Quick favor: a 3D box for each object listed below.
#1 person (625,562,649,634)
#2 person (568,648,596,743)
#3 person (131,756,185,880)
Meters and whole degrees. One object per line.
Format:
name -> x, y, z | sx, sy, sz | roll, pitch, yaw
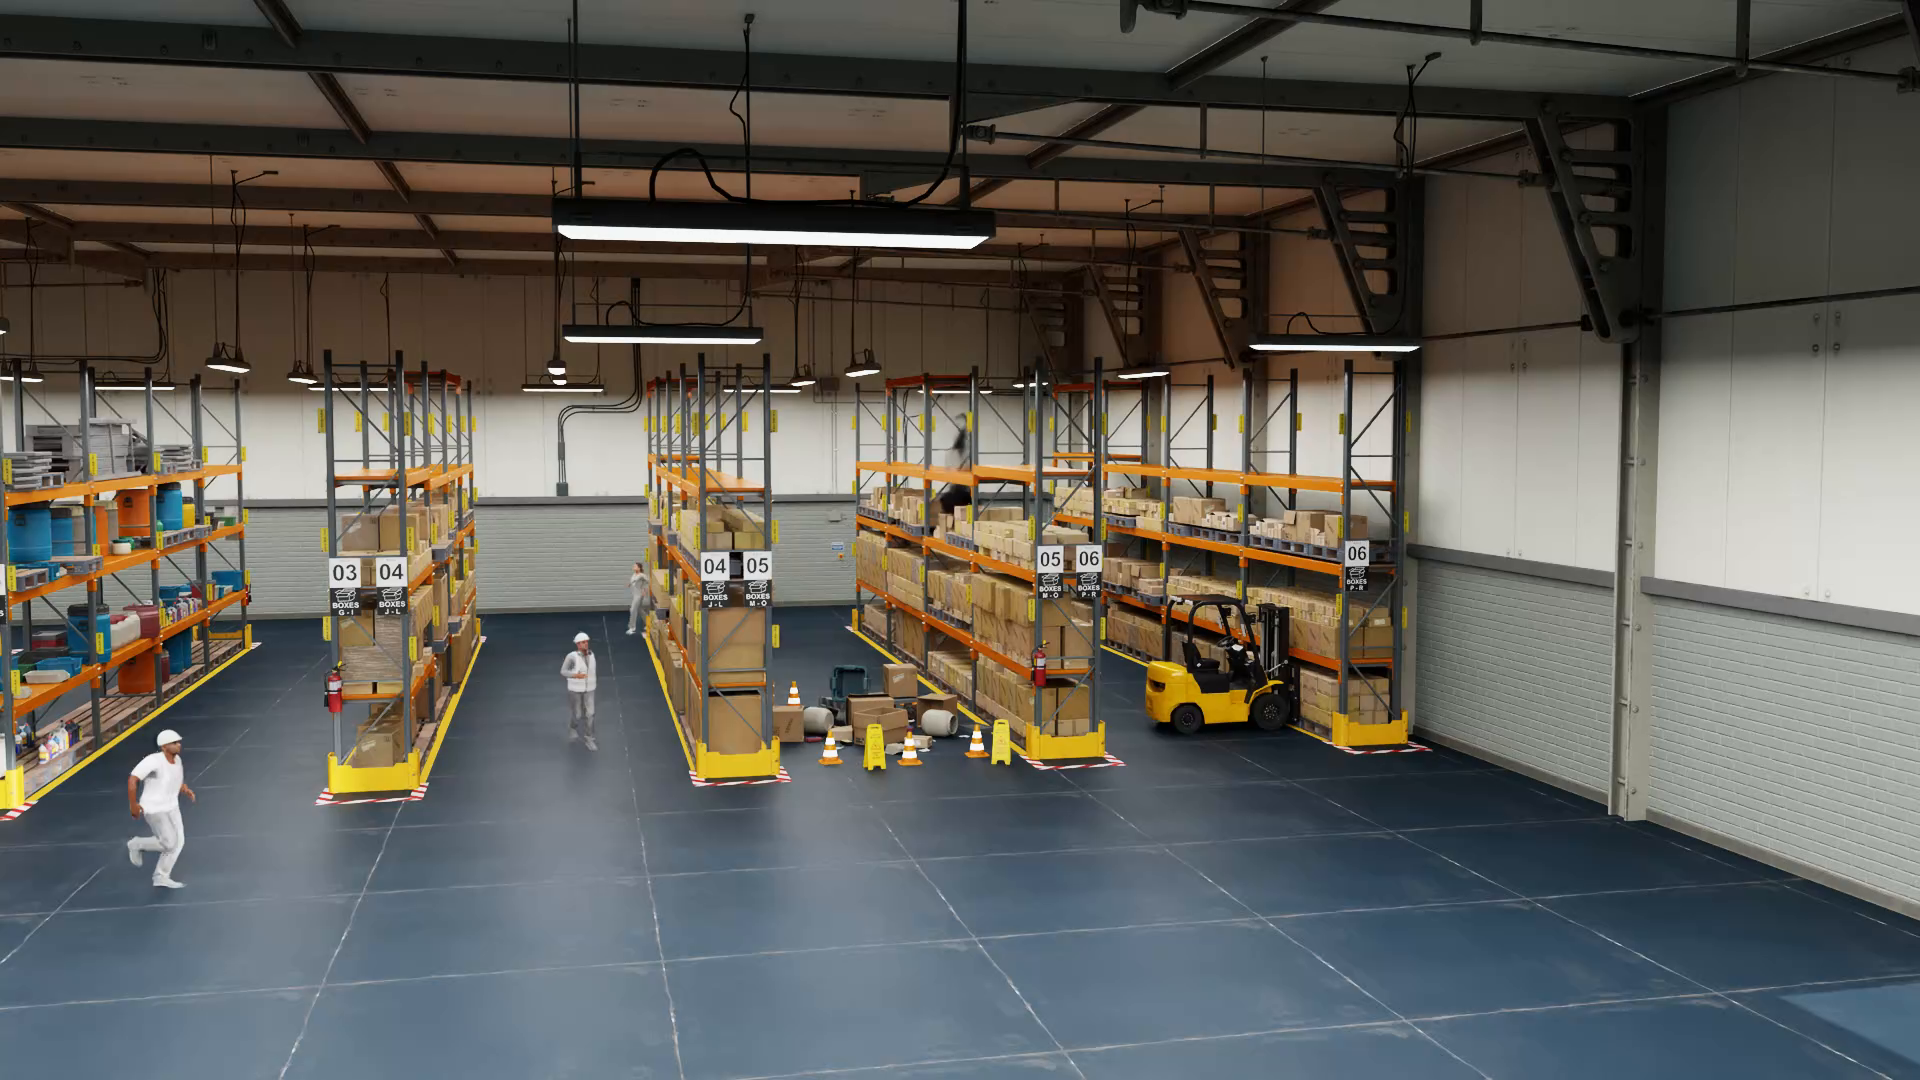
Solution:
person -> -7.738, 1.383, 39.979 | 0.821, 1.707, 0.583 | -3, 5, -38
person -> -5.900, 2.391, 25.804 | 0.448, 1.473, 0.733 | -3, 5, -36
person -> -8.700, 2.996, 18.042 | 0.530, 1.391, 0.699 | 1, 4, 11
